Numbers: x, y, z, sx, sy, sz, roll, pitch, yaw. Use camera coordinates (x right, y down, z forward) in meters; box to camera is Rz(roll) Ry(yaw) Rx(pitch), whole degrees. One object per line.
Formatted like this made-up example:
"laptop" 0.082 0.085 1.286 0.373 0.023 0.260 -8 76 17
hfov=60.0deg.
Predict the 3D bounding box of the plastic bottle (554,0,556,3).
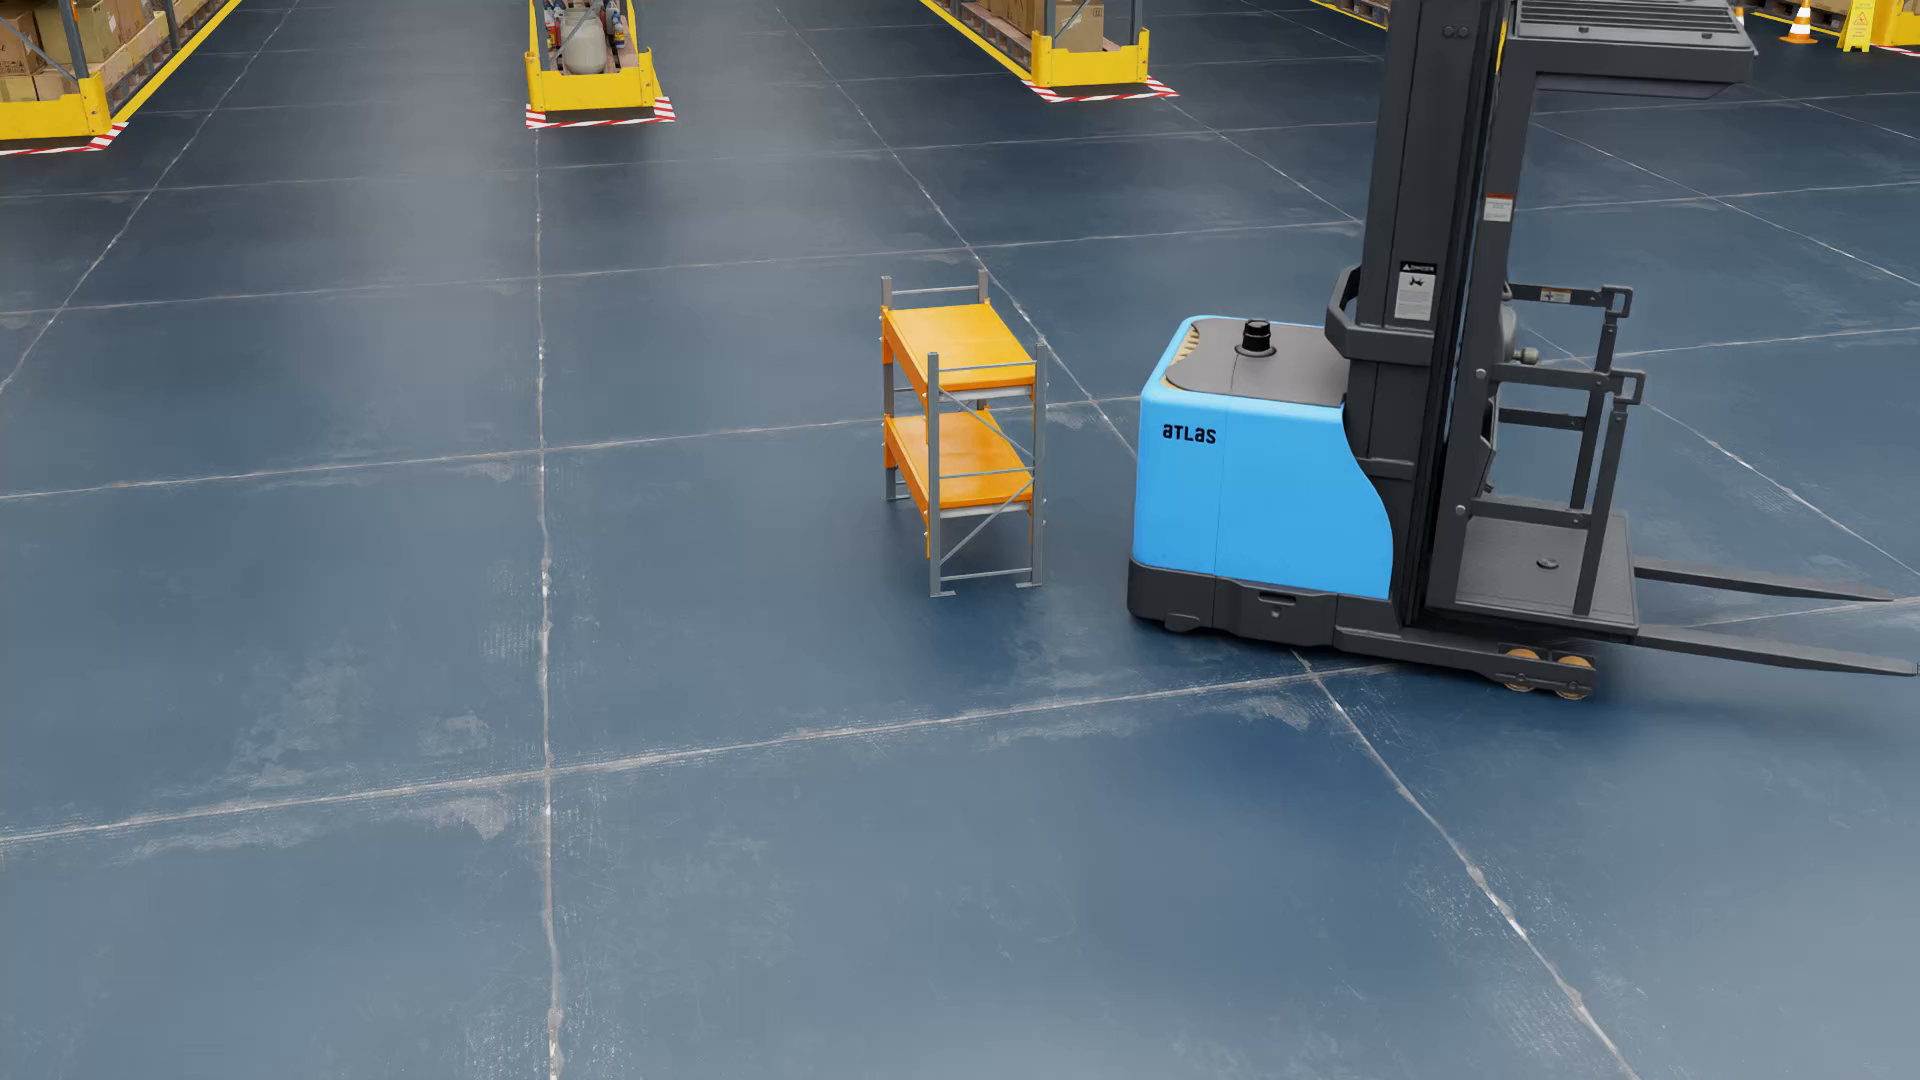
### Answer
"plastic bottle" -4.536 -5.943 18.722 0.061 0.283 0.133 -6 27 -12

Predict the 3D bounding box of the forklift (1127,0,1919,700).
"forklift" 2.281 -0.952 6.383 3.031 2.935 1.130 8 28 16

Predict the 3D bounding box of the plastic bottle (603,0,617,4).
"plastic bottle" -3.958 -6.032 18.824 0.144 0.351 0.185 -7 28 -13

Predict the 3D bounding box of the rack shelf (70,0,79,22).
"rack shelf" -8.760 -5.572 16.258 1.077 0.370 4.000 -6 27 -12

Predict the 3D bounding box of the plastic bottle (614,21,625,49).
"plastic bottle" -3.587 -5.322 17.505 0.097 0.271 0.097 0 27 0

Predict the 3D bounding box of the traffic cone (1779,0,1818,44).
"traffic cone" 9.644 -5.951 19.026 0.336 0.463 0.334 -6 27 -12

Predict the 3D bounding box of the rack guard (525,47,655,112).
"rack guard" -3.545 -4.429 15.969 1.175 0.500 0.348 -6 27 -12

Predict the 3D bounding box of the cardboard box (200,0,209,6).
"cardboard box" -9.407 -6.608 20.098 0.500 0.250 0.500 -5 27 -11

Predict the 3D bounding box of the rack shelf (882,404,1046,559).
"rack shelf" -0.002 -0.287 7.613 0.538 0.278 1.000 -6 27 -12

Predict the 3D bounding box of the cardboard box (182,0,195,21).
"cardboard box" -9.174 -6.157 19.206 0.500 0.250 0.500 -5 27 -10

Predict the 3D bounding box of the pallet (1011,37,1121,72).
"pallet" 1.177 -5.168 17.754 1.003 0.211 1.213 -6 27 -12

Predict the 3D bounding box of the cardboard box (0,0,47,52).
"cardboard box" -8.960 -4.952 15.986 0.500 0.500 0.500 -6 27 -12

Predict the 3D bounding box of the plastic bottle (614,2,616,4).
"plastic bottle" -3.837 -5.851 18.539 0.061 0.283 0.133 -4 27 -8

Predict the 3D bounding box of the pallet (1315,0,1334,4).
"pallet" 5.050 -7.320 22.019 1.003 0.211 1.213 -6 27 -12

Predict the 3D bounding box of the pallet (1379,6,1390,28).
"pallet" 5.670 -6.111 19.623 1.003 0.211 1.213 -6 27 -12

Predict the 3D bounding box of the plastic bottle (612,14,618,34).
"plastic bottle" -3.687 -5.516 17.890 0.097 0.271 0.097 0 27 0

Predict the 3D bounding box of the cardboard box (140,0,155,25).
"cardboard box" -8.792 -5.663 17.395 0.500 0.500 0.500 -6 27 -12

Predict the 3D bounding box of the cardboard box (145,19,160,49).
"cardboard box" -8.790 -5.329 17.564 0.500 0.250 0.500 -6 27 -12

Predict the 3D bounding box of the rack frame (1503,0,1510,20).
"rack frame" 6.198 -6.478 17.256 1.000 3.000 0.127 -6 27 -12

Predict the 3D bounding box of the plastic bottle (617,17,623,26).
"plastic bottle" -3.621 -5.429 17.703 0.061 0.283 0.133 -5 27 -11

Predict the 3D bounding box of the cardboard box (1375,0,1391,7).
"cardboard box" 5.577 -6.795 19.775 0.875 0.875 0.875 -6 27 -11

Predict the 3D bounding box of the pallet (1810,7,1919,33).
"pallet" 10.832 -6.174 19.748 1.003 0.211 1.213 -6 27 -12

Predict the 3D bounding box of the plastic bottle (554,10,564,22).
"plastic bottle" -4.329 -5.613 18.075 0.152 0.276 0.135 -6 27 -12

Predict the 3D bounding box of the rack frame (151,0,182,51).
"rack frame" -9.211 -6.771 17.835 1.000 3.000 0.127 -6 27 -12

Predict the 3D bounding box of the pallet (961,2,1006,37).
"pallet" 0.627 -6.239 19.876 1.003 0.211 1.213 -6 27 -12

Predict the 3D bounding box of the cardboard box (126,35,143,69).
"cardboard box" -8.550 -4.891 16.697 0.500 0.250 0.500 -6 27 -12

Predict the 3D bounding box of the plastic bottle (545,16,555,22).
"plastic bottle" -4.385 -5.433 17.719 0.152 0.276 0.135 -7 28 -13

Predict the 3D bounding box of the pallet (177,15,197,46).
"pallet" -9.415 -5.845 19.097 1.003 0.211 1.213 -6 27 -12

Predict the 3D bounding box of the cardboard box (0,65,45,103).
"cardboard box" -8.718 -4.180 15.288 0.500 0.250 0.500 -6 27 -12

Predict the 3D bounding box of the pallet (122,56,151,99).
"pallet" -8.794 -4.636 16.700 1.003 0.211 1.213 -6 27 -12

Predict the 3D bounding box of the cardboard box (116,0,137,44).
"cardboard box" -8.549 -5.226 16.529 0.500 0.500 0.500 -6 27 -12

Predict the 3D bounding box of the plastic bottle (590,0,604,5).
"plastic bottle" -4.098 -6.018 18.795 0.144 0.351 0.185 -6 27 -12

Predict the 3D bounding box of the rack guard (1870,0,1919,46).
"rack guard" 10.981 -5.943 18.969 1.175 0.500 0.348 -6 27 -12

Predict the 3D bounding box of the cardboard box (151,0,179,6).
"cardboard box" -9.061 -6.188 18.643 0.500 0.311 0.500 -6 27 -11

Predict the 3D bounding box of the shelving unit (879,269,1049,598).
"shelving unit" -0.002 -0.505 7.502 0.538 1.125 1.048 -6 27 -12

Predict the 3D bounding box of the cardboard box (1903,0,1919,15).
"cardboard box" 11.086 -6.367 19.622 0.500 0.250 0.500 -6 27 -12

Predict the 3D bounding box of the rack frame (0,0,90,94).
"rack frame" -8.309 -5.015 14.356 1.000 3.000 0.127 -6 27 -12

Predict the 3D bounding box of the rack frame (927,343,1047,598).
"rack frame" 0.113 -0.282 7.060 0.500 1.125 0.032 -6 27 -12

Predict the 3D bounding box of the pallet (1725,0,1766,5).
"pallet" 10.283 -7.245 21.870 1.003 0.211 1.213 -6 27 -12

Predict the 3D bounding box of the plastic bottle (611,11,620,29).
"plastic bottle" -3.733 -5.605 18.066 0.097 0.271 0.097 0 27 0

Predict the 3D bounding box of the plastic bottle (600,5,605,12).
"plastic bottle" -3.936 -5.755 18.349 0.061 0.283 0.133 -6 27 -12

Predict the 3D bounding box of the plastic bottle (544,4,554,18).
"plastic bottle" -4.468 -5.620 18.007 0.144 0.351 0.185 -6 27 -12

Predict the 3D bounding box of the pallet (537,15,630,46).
"pallet" -4.273 -5.728 18.864 1.003 0.211 1.213 -6 27 -12

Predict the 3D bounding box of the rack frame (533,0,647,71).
"rack frame" -3.482 -5.516 15.350 1.000 3.000 0.127 -6 27 -12

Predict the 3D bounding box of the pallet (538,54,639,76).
"pallet" -3.723 -4.657 16.742 1.003 0.211 1.213 -6 27 -12

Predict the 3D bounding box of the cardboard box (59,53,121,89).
"cardboard box" -8.330 -4.452 15.827 0.500 0.250 0.500 -6 27 -12

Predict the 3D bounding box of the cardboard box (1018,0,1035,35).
"cardboard box" 0.928 -5.902 18.422 0.500 0.500 0.500 -3 27 -7

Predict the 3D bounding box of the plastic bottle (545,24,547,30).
"plastic bottle" -4.368 -5.311 17.470 0.061 0.283 0.133 -5 27 -10

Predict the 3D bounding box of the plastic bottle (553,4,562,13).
"plastic bottle" -4.456 -5.803 18.457 0.097 0.271 0.097 0 27 0

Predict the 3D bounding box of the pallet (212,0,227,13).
"pallet" -9.965 -6.916 21.219 1.003 0.211 1.213 -6 27 -12

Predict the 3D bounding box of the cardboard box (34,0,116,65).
"cardboard box" -8.328 -4.787 15.658 0.500 0.500 0.500 -6 27 -12

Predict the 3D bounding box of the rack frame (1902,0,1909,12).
"rack frame" 10.998 -7.025 18.340 1.000 3.000 0.127 -6 27 -12

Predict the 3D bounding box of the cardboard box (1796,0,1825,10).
"cardboard box" 10.445 -6.541 19.966 0.500 0.250 0.500 -6 27 -11

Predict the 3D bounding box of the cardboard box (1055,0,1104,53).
"cardboard box" 1.219 -5.366 17.361 0.500 0.500 0.500 -1 27 -2

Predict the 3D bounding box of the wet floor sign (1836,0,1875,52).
"wet floor sign" 9.999 -5.782 18.490 0.267 0.644 0.232 3 27 6

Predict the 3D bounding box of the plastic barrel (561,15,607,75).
"plastic barrel" -3.705 -4.874 16.373 0.421 0.512 0.421 0 27 0

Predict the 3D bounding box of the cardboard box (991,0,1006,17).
"cardboard box" 0.629 -6.416 19.441 0.500 0.500 0.500 2 27 5

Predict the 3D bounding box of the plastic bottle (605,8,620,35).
"plastic bottle" -3.809 -5.701 18.251 0.152 0.276 0.135 -5 27 -11

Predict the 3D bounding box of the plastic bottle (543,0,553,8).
"plastic bottle" -4.606 -5.889 18.541 0.144 0.351 0.185 -5 27 -10
